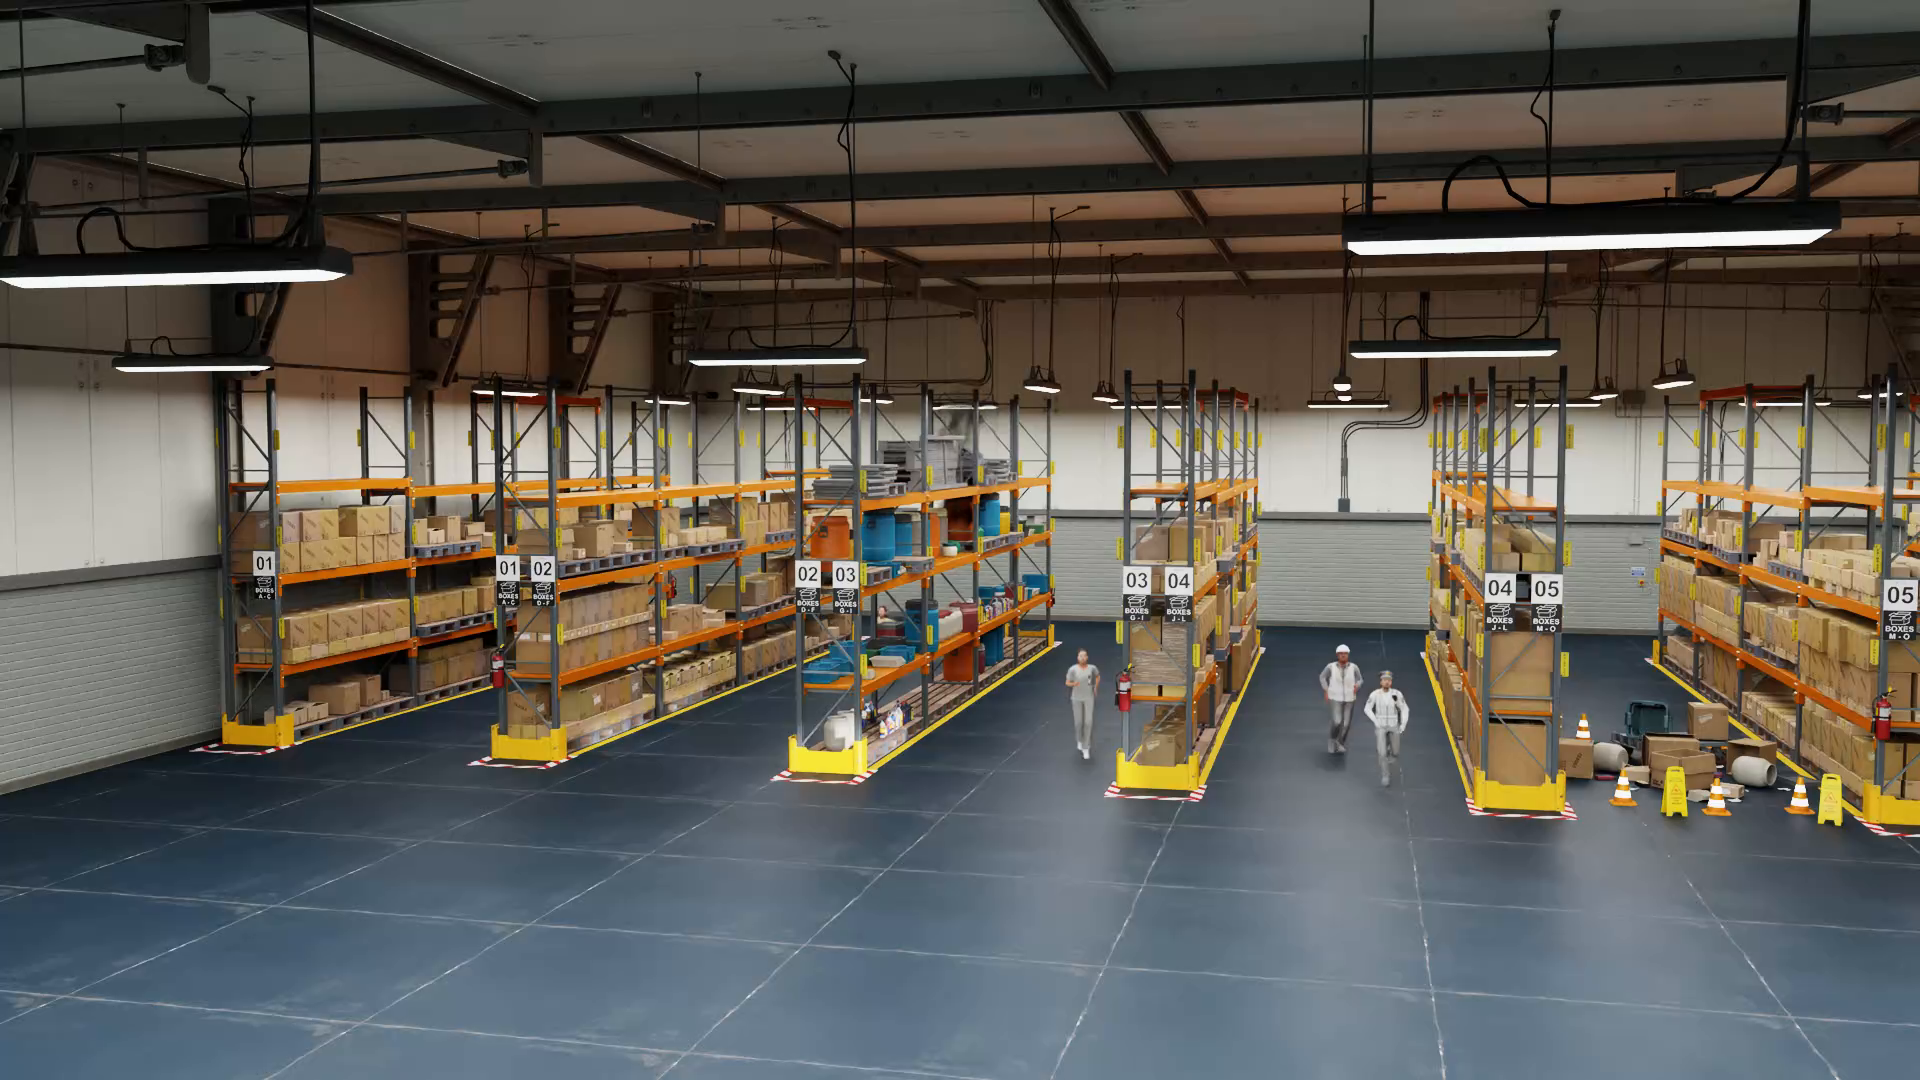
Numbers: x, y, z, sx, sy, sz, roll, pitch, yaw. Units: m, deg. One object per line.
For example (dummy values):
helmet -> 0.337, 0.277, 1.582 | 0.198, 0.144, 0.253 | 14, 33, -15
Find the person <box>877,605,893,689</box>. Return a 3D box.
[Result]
person -> -1.571, 2.155, 33.758 | 0.579, 1.671, 0.894 | 1, 4, 16

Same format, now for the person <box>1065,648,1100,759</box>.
person -> 1.946, 2.558, 26.364 | 0.559, 1.686, 0.884 | 0, 3, 3

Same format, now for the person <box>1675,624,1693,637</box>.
person -> 16.794, 1.826, 38.319 | 0.715, 1.704, 0.684 | -3, 5, -44

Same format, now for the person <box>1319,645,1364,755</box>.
person -> 6.074, 2.539, 26.390 | 0.661, 1.760, 0.677 | 0, 3, 2

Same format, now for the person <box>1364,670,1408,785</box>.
person -> 6.262, 2.729, 24.434 | 0.639, 1.645, 0.608 | 0, 3, 7
